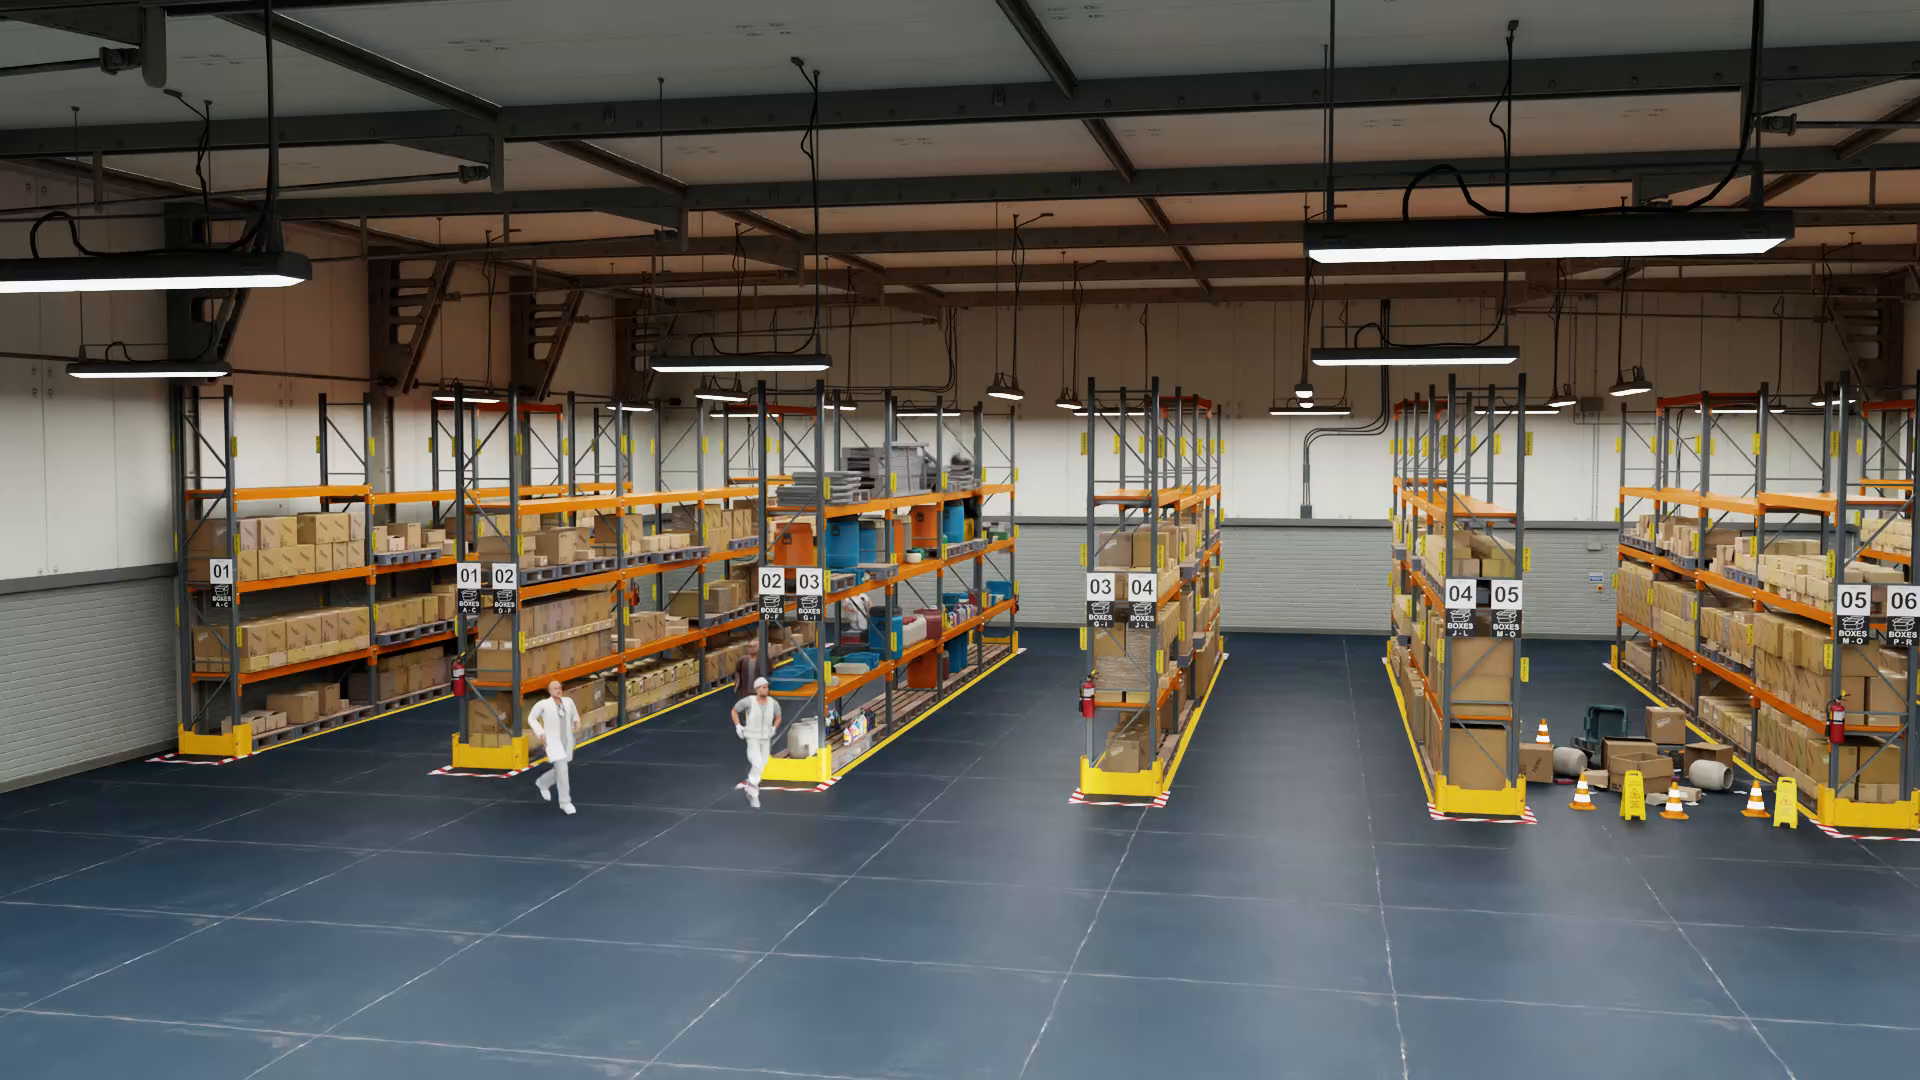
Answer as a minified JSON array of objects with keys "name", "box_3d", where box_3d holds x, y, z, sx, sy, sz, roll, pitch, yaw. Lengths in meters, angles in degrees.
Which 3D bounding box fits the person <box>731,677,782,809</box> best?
[{"name":"person","box_3d":[-2.824,2.826,23.339,0.681,1.816,0.695,-2,4,-30]}]

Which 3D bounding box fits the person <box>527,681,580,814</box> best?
[{"name":"person","box_3d":[-5.572,2.925,23.000,0.964,1.598,0.695,3,4,44]}]

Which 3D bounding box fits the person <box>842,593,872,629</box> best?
[{"name":"person","box_3d":[-2.461,1.918,39.695,0.690,1.861,0.655,0,3,1]}]

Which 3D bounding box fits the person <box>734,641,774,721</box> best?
[{"name":"person","box_3d":[-3.494,2.566,28.201,0.712,1.731,0.636,0,3,5]}]
